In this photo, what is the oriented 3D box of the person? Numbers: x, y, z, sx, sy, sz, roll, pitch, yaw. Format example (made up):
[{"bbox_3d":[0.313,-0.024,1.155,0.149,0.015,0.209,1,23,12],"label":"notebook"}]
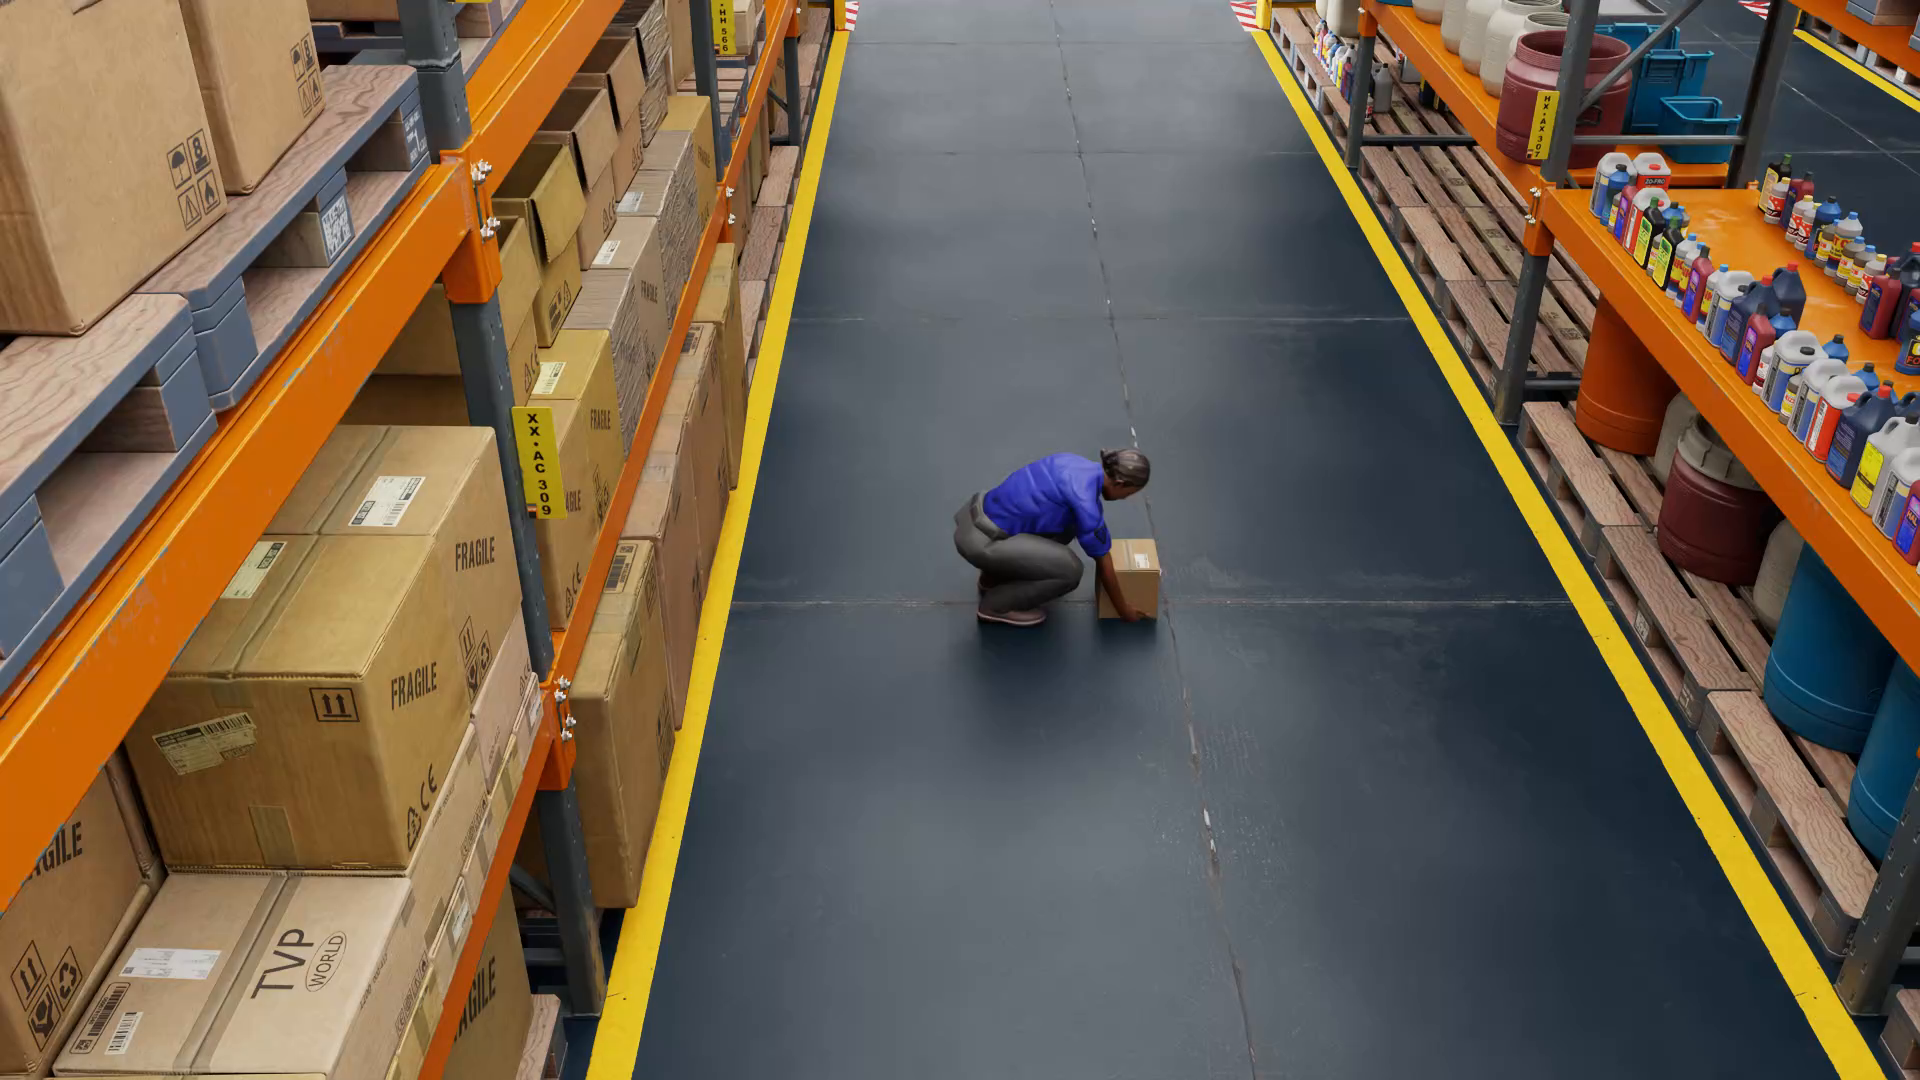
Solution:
[{"bbox_3d":[0.391,-0.010,7.094,0.841,0.807,0.470,0,32,0],"label":"person"}]
